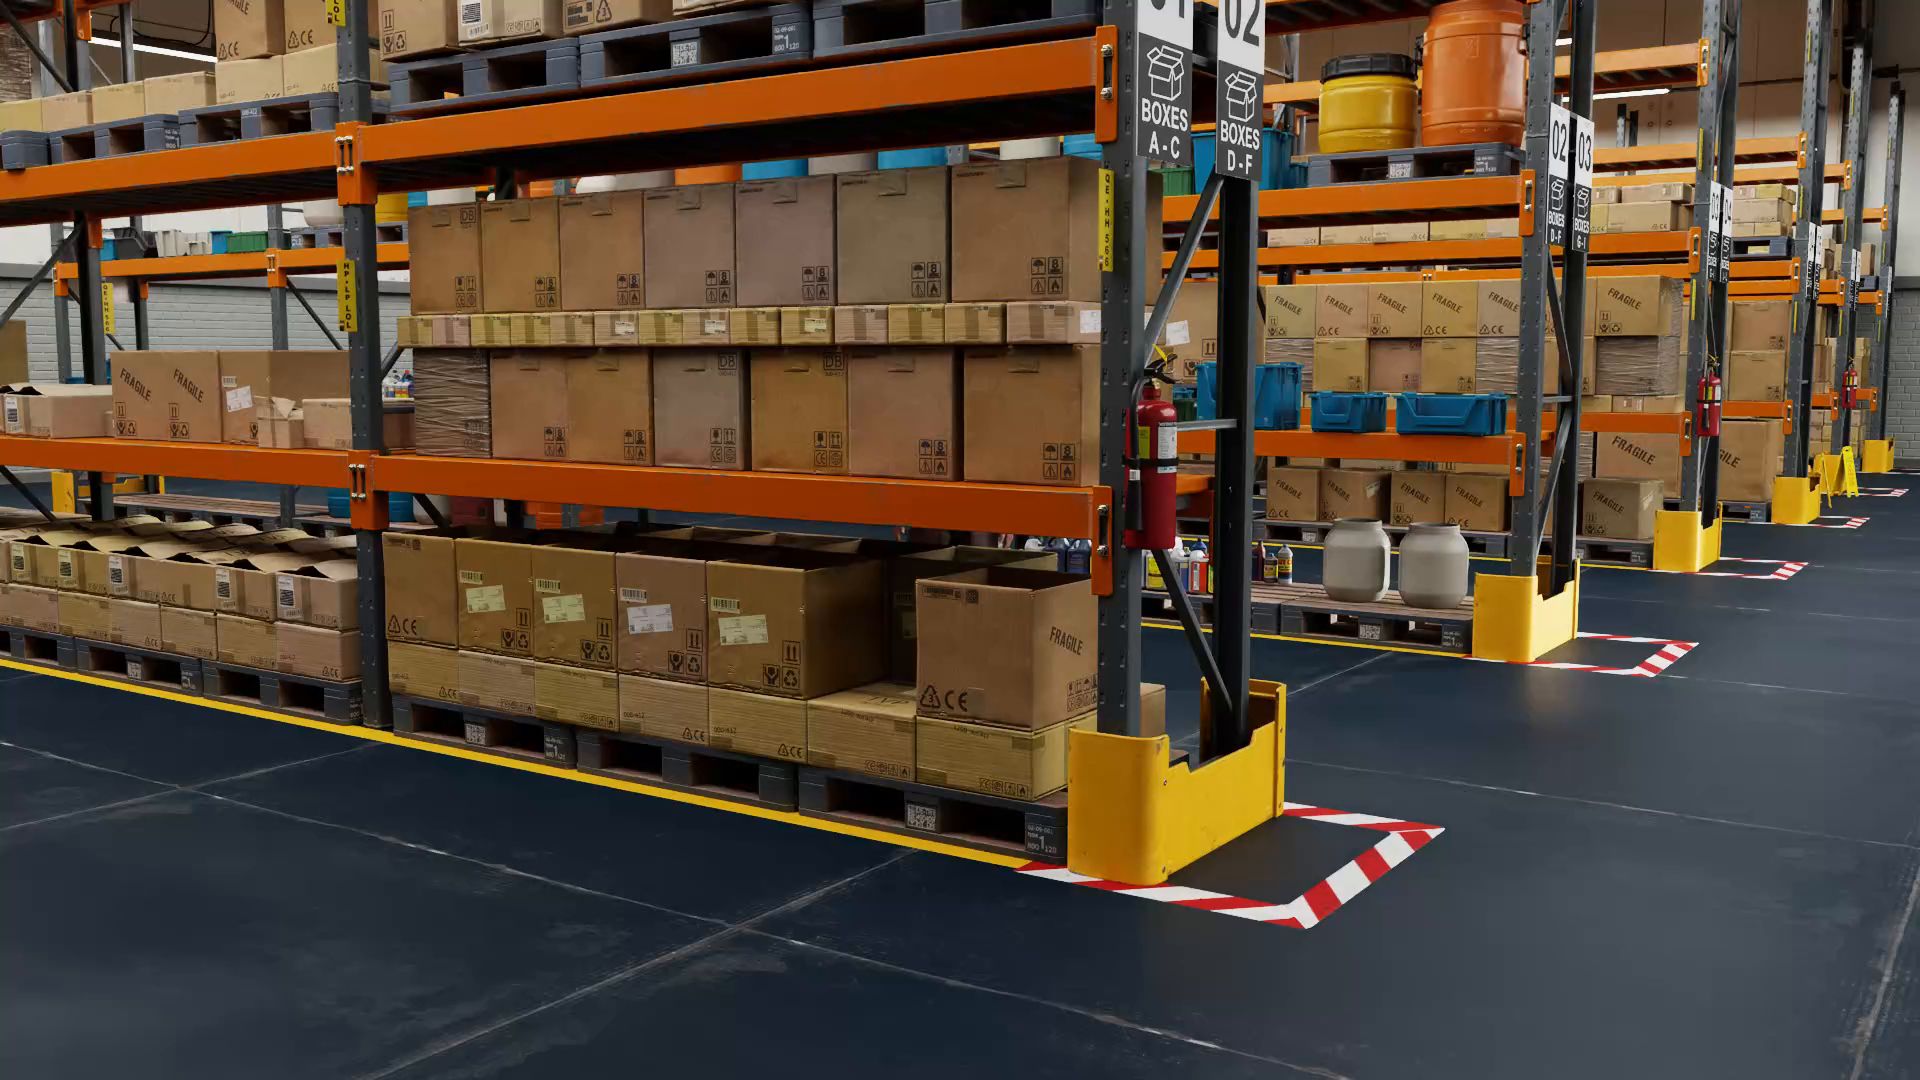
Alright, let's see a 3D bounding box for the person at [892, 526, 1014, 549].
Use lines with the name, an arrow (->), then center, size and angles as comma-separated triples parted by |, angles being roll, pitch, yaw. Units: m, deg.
person -> -0.029, -0.077, 8.600 | 0.698, 1.777, 0.580 | 0, 6, 2
